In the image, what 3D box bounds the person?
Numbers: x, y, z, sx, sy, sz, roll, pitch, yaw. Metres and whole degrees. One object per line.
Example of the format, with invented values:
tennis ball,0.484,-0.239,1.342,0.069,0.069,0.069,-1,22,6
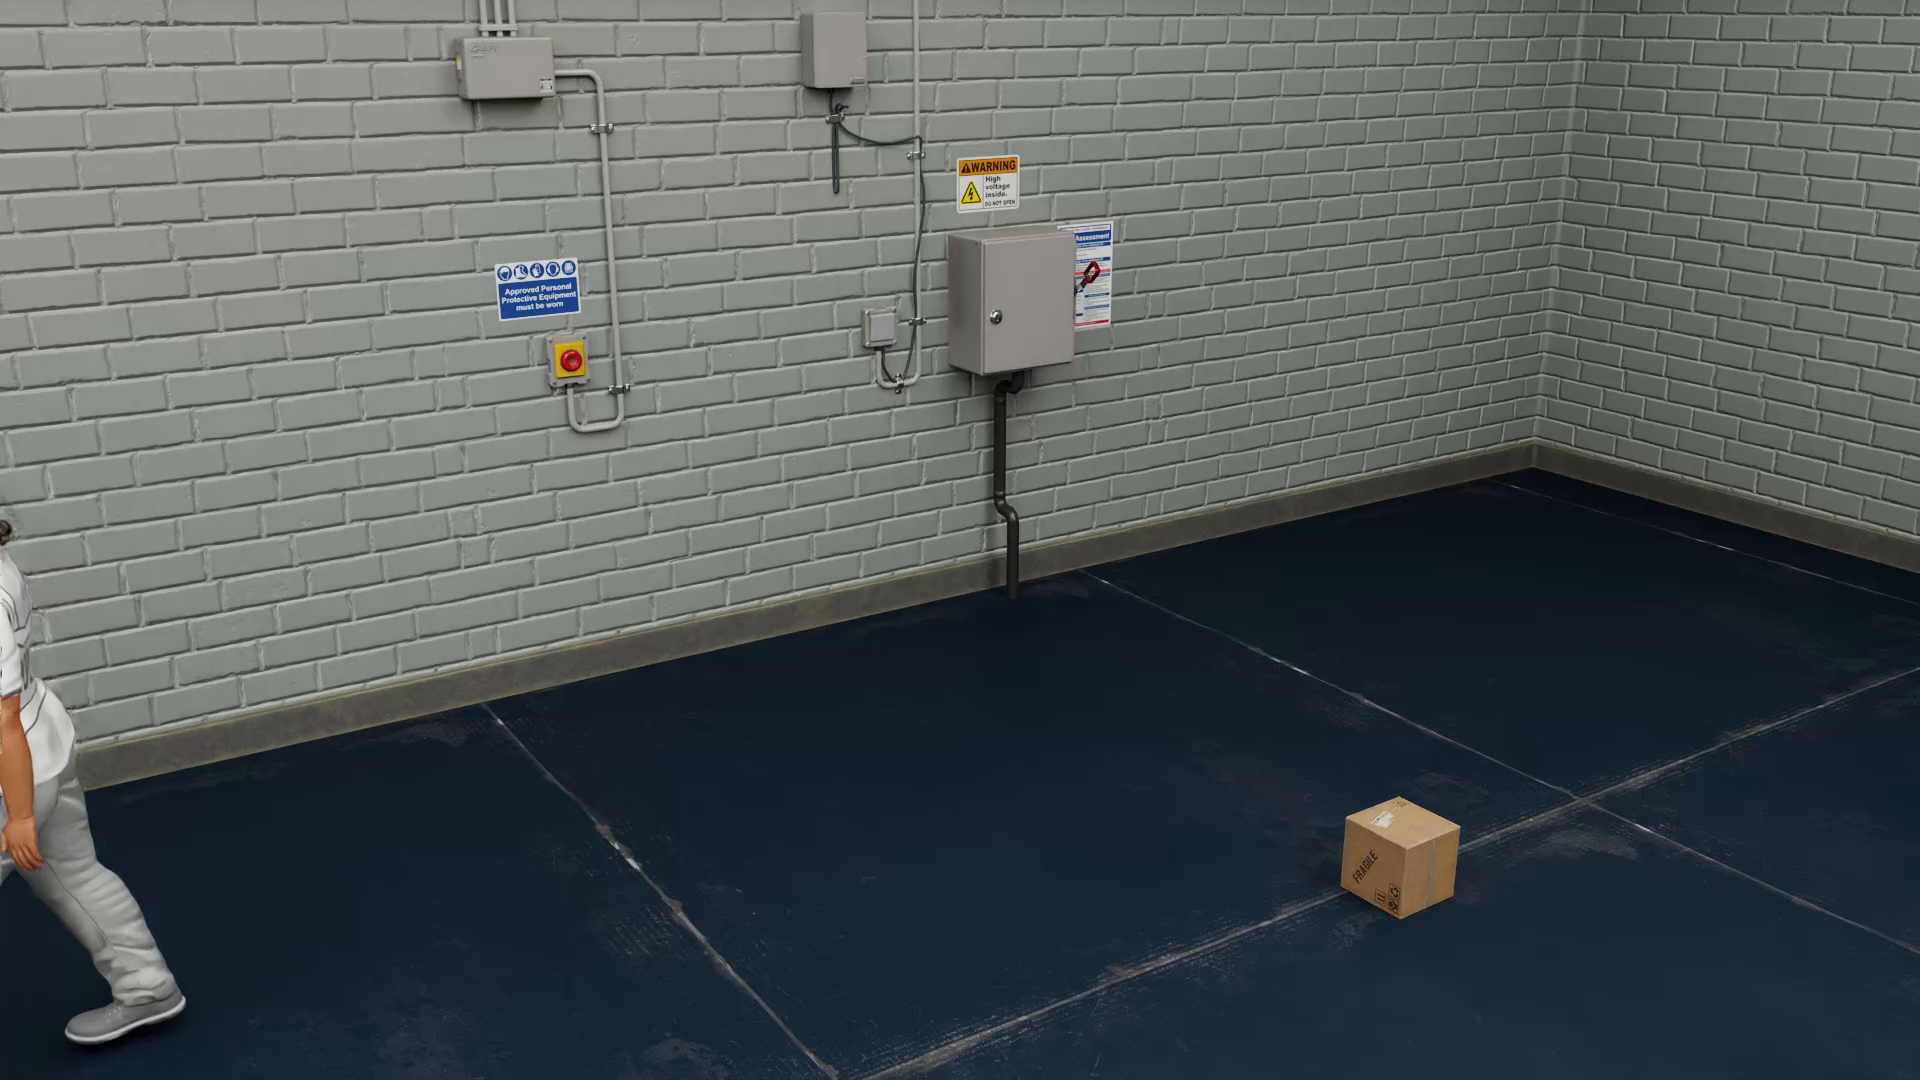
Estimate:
person,-2.529,0.613,4.177,0.865,1.649,0.512,-6,19,-18
